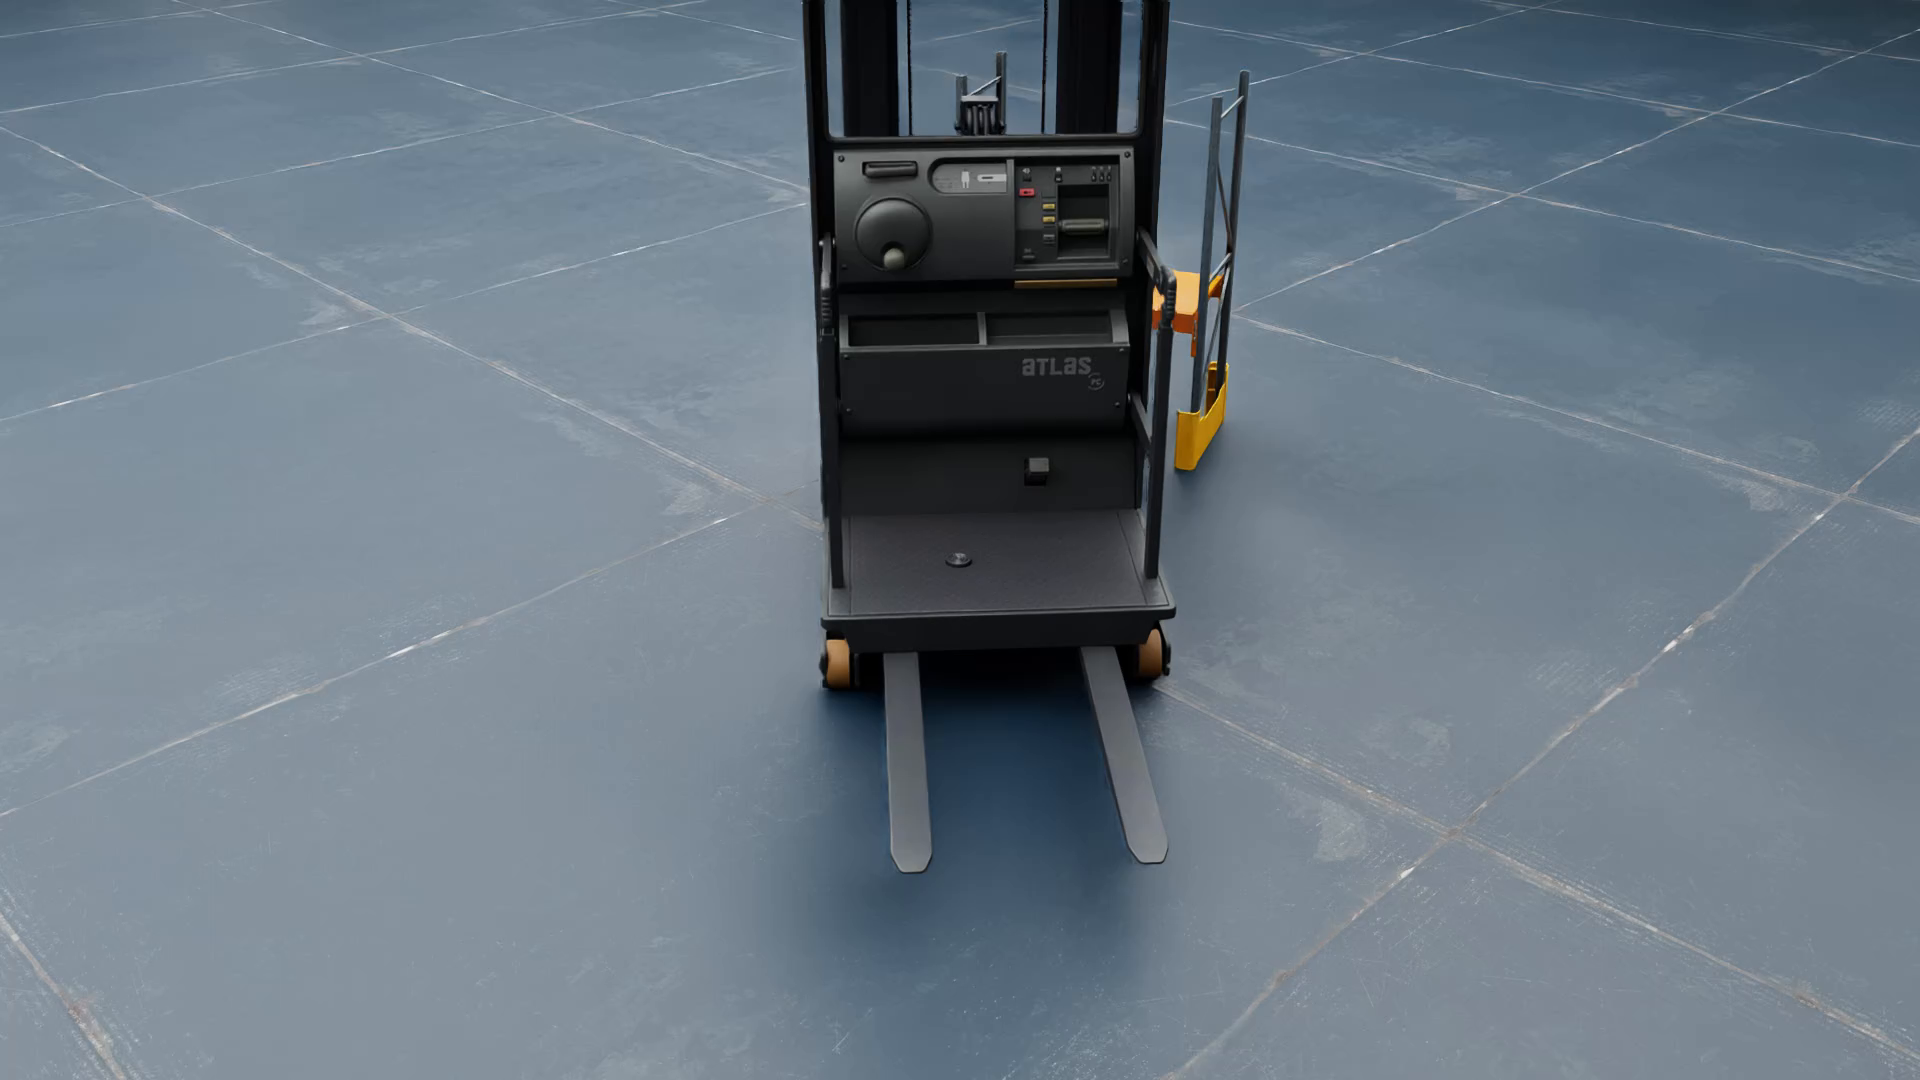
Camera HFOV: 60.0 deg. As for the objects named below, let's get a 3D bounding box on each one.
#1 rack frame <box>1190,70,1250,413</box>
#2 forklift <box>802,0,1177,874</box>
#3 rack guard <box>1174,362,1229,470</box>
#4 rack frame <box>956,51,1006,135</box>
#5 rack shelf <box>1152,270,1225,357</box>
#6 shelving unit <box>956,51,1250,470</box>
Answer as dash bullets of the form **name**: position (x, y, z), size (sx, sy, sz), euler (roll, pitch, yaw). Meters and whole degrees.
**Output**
- **rack frame**: position (1.035, -1.077, 6.686), size (0.032, 1.500, 0.500), euler (10, 29, 19)
- **forklift**: position (0.093, -0.976, 4.958), size (1.130, 2.935, 3.031), euler (-2, 28, -3)
- **rack guard**: position (1.017, -0.527, 6.983), size (0.087, 0.250, 0.587), euler (10, 29, 19)
- **rack frame**: position (0.087, -1.248, 7.012), size (0.032, 1.500, 0.500), euler (10, 29, 19)
- **rack shelf**: position (0.561, -1.003, 6.933), size (1.000, 0.185, 0.538), euler (10, 29, 19)
- **shelving unit**: position (0.553, -1.164, 6.852), size (1.083, 1.500, 0.587), euler (10, 29, 19)
